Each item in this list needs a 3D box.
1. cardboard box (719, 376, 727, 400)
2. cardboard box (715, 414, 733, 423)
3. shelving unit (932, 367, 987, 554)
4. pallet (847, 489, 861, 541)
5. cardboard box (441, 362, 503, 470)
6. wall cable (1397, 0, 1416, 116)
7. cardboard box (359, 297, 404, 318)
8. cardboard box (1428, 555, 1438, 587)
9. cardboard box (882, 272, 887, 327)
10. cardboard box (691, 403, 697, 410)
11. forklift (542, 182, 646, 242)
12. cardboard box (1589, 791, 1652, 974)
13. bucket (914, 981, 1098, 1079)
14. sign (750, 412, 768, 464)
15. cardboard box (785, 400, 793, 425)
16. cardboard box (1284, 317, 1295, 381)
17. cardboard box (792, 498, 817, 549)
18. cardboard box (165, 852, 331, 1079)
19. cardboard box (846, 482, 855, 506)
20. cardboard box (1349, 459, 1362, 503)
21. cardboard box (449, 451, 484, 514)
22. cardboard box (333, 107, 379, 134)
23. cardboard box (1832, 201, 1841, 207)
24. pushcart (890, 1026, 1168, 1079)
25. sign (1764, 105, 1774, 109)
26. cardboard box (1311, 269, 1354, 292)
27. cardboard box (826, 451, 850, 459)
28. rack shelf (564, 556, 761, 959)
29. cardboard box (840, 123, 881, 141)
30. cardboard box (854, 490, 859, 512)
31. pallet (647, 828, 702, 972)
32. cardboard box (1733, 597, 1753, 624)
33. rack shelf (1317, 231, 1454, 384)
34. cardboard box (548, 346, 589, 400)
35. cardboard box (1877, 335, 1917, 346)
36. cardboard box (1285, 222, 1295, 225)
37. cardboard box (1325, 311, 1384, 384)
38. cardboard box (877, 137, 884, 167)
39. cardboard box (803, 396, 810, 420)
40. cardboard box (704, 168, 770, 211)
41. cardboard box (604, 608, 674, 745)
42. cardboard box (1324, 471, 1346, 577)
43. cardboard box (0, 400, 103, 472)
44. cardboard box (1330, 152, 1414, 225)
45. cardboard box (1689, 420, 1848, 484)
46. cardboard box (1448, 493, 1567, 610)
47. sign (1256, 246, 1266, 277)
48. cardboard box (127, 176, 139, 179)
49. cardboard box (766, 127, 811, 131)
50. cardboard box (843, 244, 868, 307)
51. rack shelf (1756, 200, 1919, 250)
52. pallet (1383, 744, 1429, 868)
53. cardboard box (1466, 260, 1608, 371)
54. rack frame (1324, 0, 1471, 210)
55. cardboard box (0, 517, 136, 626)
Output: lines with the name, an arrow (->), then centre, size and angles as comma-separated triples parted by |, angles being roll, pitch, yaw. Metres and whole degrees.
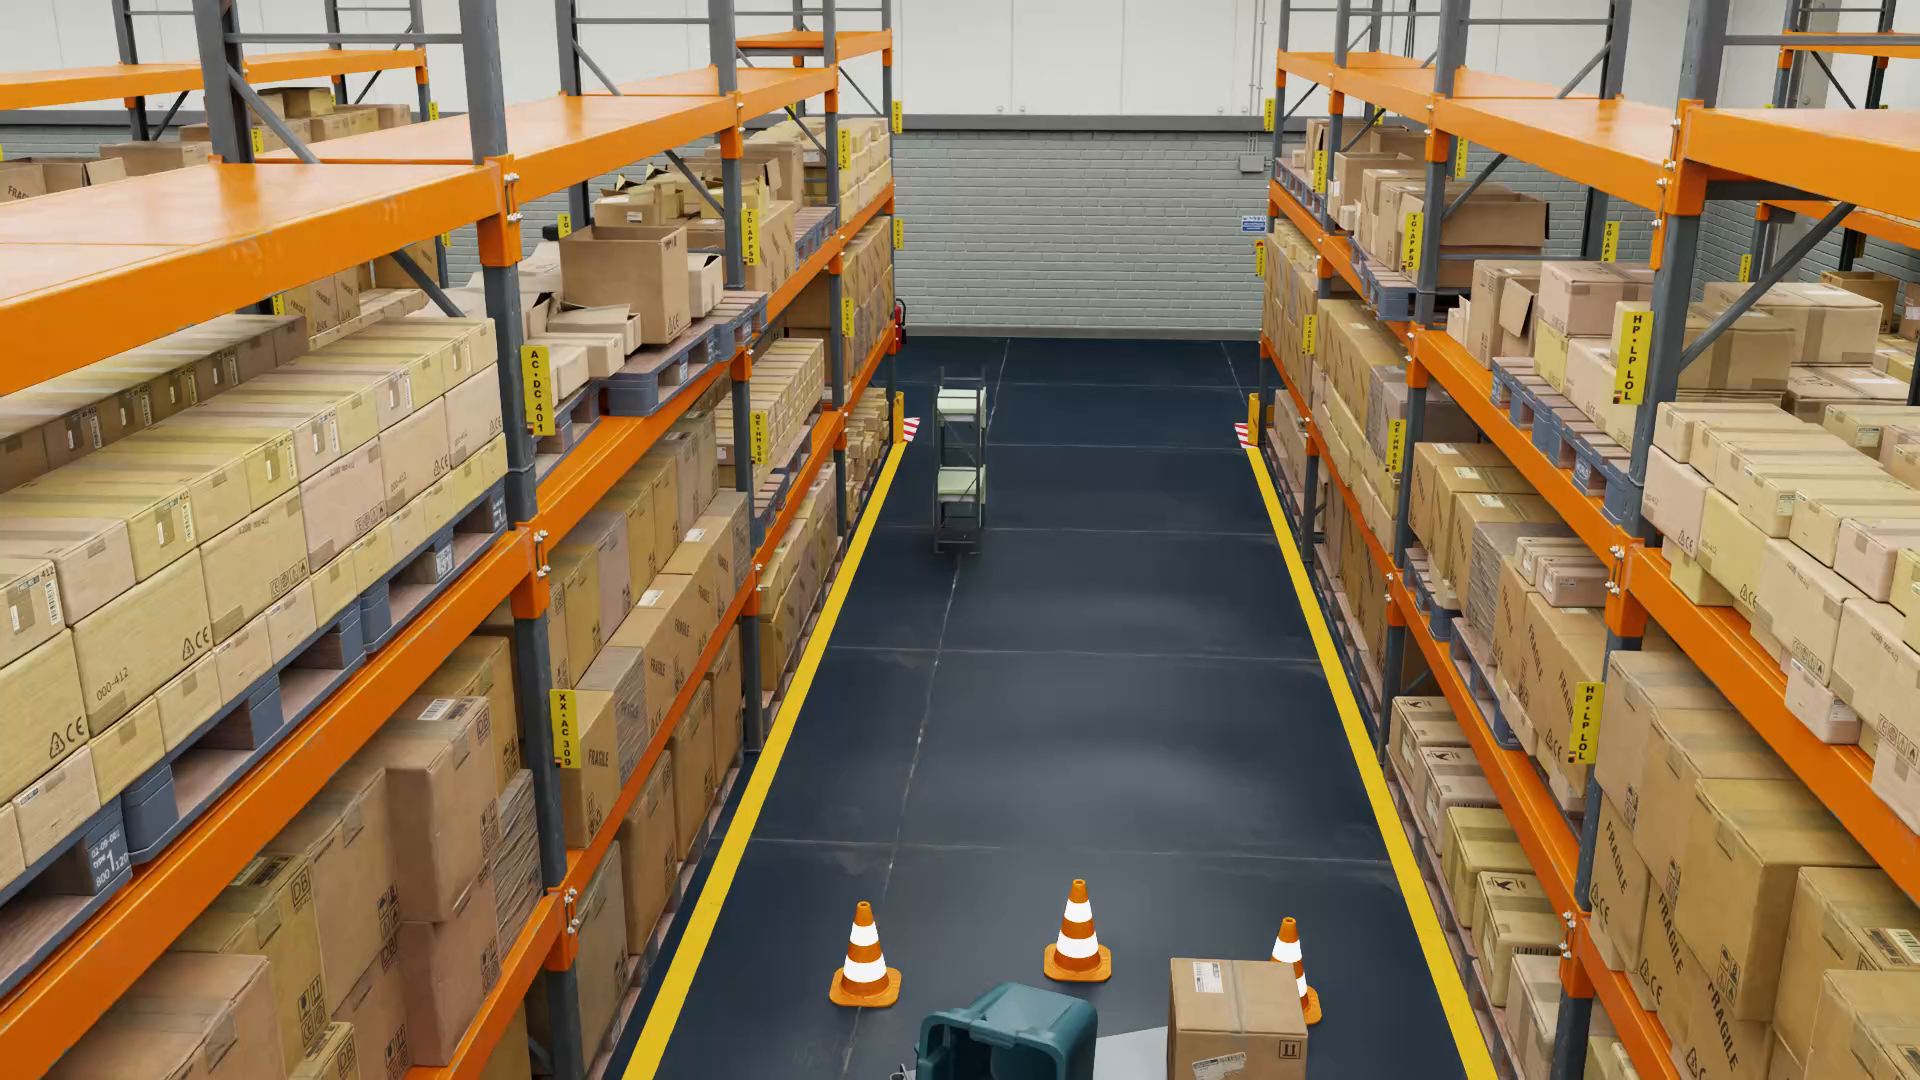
cardboard box -> -2.033, -1.190, 12.989 | 0.380, 0.149, 0.250 | 1, 18, 2
cardboard box -> -1.515, -0.742, 11.142 | 0.380, 0.149, 0.250 | 1, 18, 4
shelving unit -> 0.000, -0.711, 14.683 | 0.431, 1.500, 0.755 | 1, 18, 4
pallet -> -1.480, -0.206, 15.214 | 1.003, 0.211, 1.213 | 1, 18, 4
cardboard box -> -1.846, -0.422, 5.503 | 0.500, 0.250, 0.500 | 1, 18, 3
wall cable -> 7.391, -7.035, 21.882 | 2.988, 3.039, 0.133 | 1, 18, 4
cardboard box -> -5.990, -2.305, 16.902 | 0.500, 0.250, 0.500 | 1, 18, 2
cardboard box -> 2.836, 0.187, 9.264 | 0.380, 0.149, 0.250 | 0, 18, 0
cardboard box -> -1.024, -2.448, 16.939 | 0.500, 0.500, 0.500 | 1, 18, 3
cardboard box -> -2.107, -1.007, 11.952 | 0.380, 0.149, 0.250 | 2, 18, 7
forklift -> -3.466, -2.172, 16.846 | 3.031, 2.935, 1.130 | 8, 20, 22
cardboard box -> 2.568, 1.183, 5.857 | 0.500, 0.500, 0.500 | 1, 18, 4
bucket -> 0.223, 2.089, 6.545 | 0.726, 0.611, 0.620 | 8, 10, 23
sign -> -1.226, -0.619, 10.135 | 0.100, 0.325, 0.005 | 1, 18, 4
cardboard box -> -1.439, -0.931, 12.198 | 0.380, 0.149, 0.250 | 2, 18, 6
cardboard box -> 3.282, -1.757, 15.306 | 0.500, 0.500, 0.500 | 1, 18, 3
cardboard box -> -1.368, -0.129, 12.636 | 0.500, 0.250, 0.500 | 0, 18, 1
cardboard box -> -2.257, 1.195, 4.485 | 0.875, 0.550, 0.500 | 1, 18, 4
cardboard box -> -1.148, -0.414, 14.795 | 0.380, 0.149, 0.250 | 2, 18, 6
cardboard box -> 3.015, -0.407, 11.590 | 0.500, 0.250, 0.500 | 1, 18, 3
cardboard box -> -1.792, -0.192, 5.443 | 0.380, 0.149, 0.250 | 2, 18, 5
cardboard box -> -6.291, -4.092, 16.781 | 0.700, 0.500, 0.500 | 1, 18, 2
cardboard box -> 8.228, -3.114, 15.195 | 0.380, 0.149, 0.250 | 1, 18, 4
pushcart -> 0.600, 2.452, 6.833 | 1.648, 0.377, 0.936 | -5, 19, -15
sign -> 8.148, -4.229, 16.790 | 0.100, 0.325, 0.005 | 1, 18, 4
cardboard box -> 3.156, -2.177, 13.941 | 0.380, 0.149, 0.250 | 1, 18, 3
cardboard box -> -1.214, -0.716, 15.239 | 0.380, 0.149, 0.250 | 1, 18, 3
rack shelf -> -1.923, 0.883, 8.566 | 1.077, 0.370, 4.000 | 1, 18, 4
cardboard box -> -0.981, -3.997, 16.285 | 0.380, 0.149, 0.250 | 2, 18, 5
cardboard box -> -1.128, -0.356, 15.095 | 0.380, 0.149, 0.250 | 2, 18, 6
pallet -> -2.002, 1.866, 8.888 | 1.003, 0.211, 1.213 | 1, 18, 4
cardboard box -> 2.629, 0.186, 5.123 | 0.380, 0.149, 0.250 | 1, 18, 4
rack shelf -> 3.308, -1.705, 11.649 | 1.077, 0.370, 4.000 | 1, 18, 4
cardboard box -> -1.745, -0.707, 7.015 | 0.250, 0.149, 0.380 | 1, 18, 4
cardboard box -> 8.266, -1.678, 14.989 | 0.500, 0.250, 0.500 | 1, 18, 4
cardboard box -> 3.489, -3.129, 16.848 | 0.380, 0.149, 0.250 | 2, 18, 5
cardboard box -> 3.124, -1.477, 12.847 | 0.500, 0.500, 0.500 | 1, 18, 4
cardboard box -> -1.021, -3.849, 16.472 | 0.500, 0.250, 0.500 | 1, 18, 2
cardboard box -> -1.380, -1.039, 13.005 | 0.380, 0.149, 0.250 | 0, 18, 1
cardboard box -> -1.460, -2.276, 10.845 | 0.396, 0.266, 0.258 | 1, 18, 4
cardboard box -> -1.687, 0.646, 7.975 | 0.500, 0.500, 0.500 | 1, 18, 4
cardboard box -> 3.487, -0.239, 13.572 | 0.875, 0.875, 0.875 | 2, 18, 6
cardboard box -> -2.522, -0.269, 4.397 | 0.380, 0.149, 0.250 | 1, 18, 4
cardboard box -> 3.099, -2.648, 12.536 | 0.500, 0.500, 0.500 | 1, 18, 3
cardboard box -> 2.540, -0.271, 5.240 | 0.380, 0.149, 0.250 | 2, 18, 6
cardboard box -> 2.840, 0.073, 8.572 | 0.500, 0.500, 0.500 | 2, 18, 5
sign -> 3.185, -2.949, 17.587 | 0.100, 0.325, 0.005 | 1, 18, 4
cardboard box -> -6.602, -2.708, 13.022 | 0.500, 0.311, 0.500 | 1, 18, 2
cardboard box -> -1.630, -3.851, 15.839 | 0.380, 0.149, 0.250 | 2, 18, 6
cardboard box -> -1.129, -2.438, 15.302 | 0.500, 0.500, 0.500 | 2, 18, 5
rack shelf -> 8.546, -2.838, 15.105 | 1.077, 0.370, 4.000 | 1, 18, 4
pallet -> 3.107, 1.567, 9.802 | 1.003, 0.211, 1.213 | 1, 18, 4
cardboard box -> 3.087, -1.180, 8.728 | 0.700, 0.500, 0.500 | 1, 18, 4
rack frame -> 3.451, -4.094, 12.965 | 1.000, 3.000, 0.127 | 1, 18, 4
cardboard box -> -1.938, 0.060, 3.392 | 0.380, 0.149, 0.250 | 1, 18, 3
